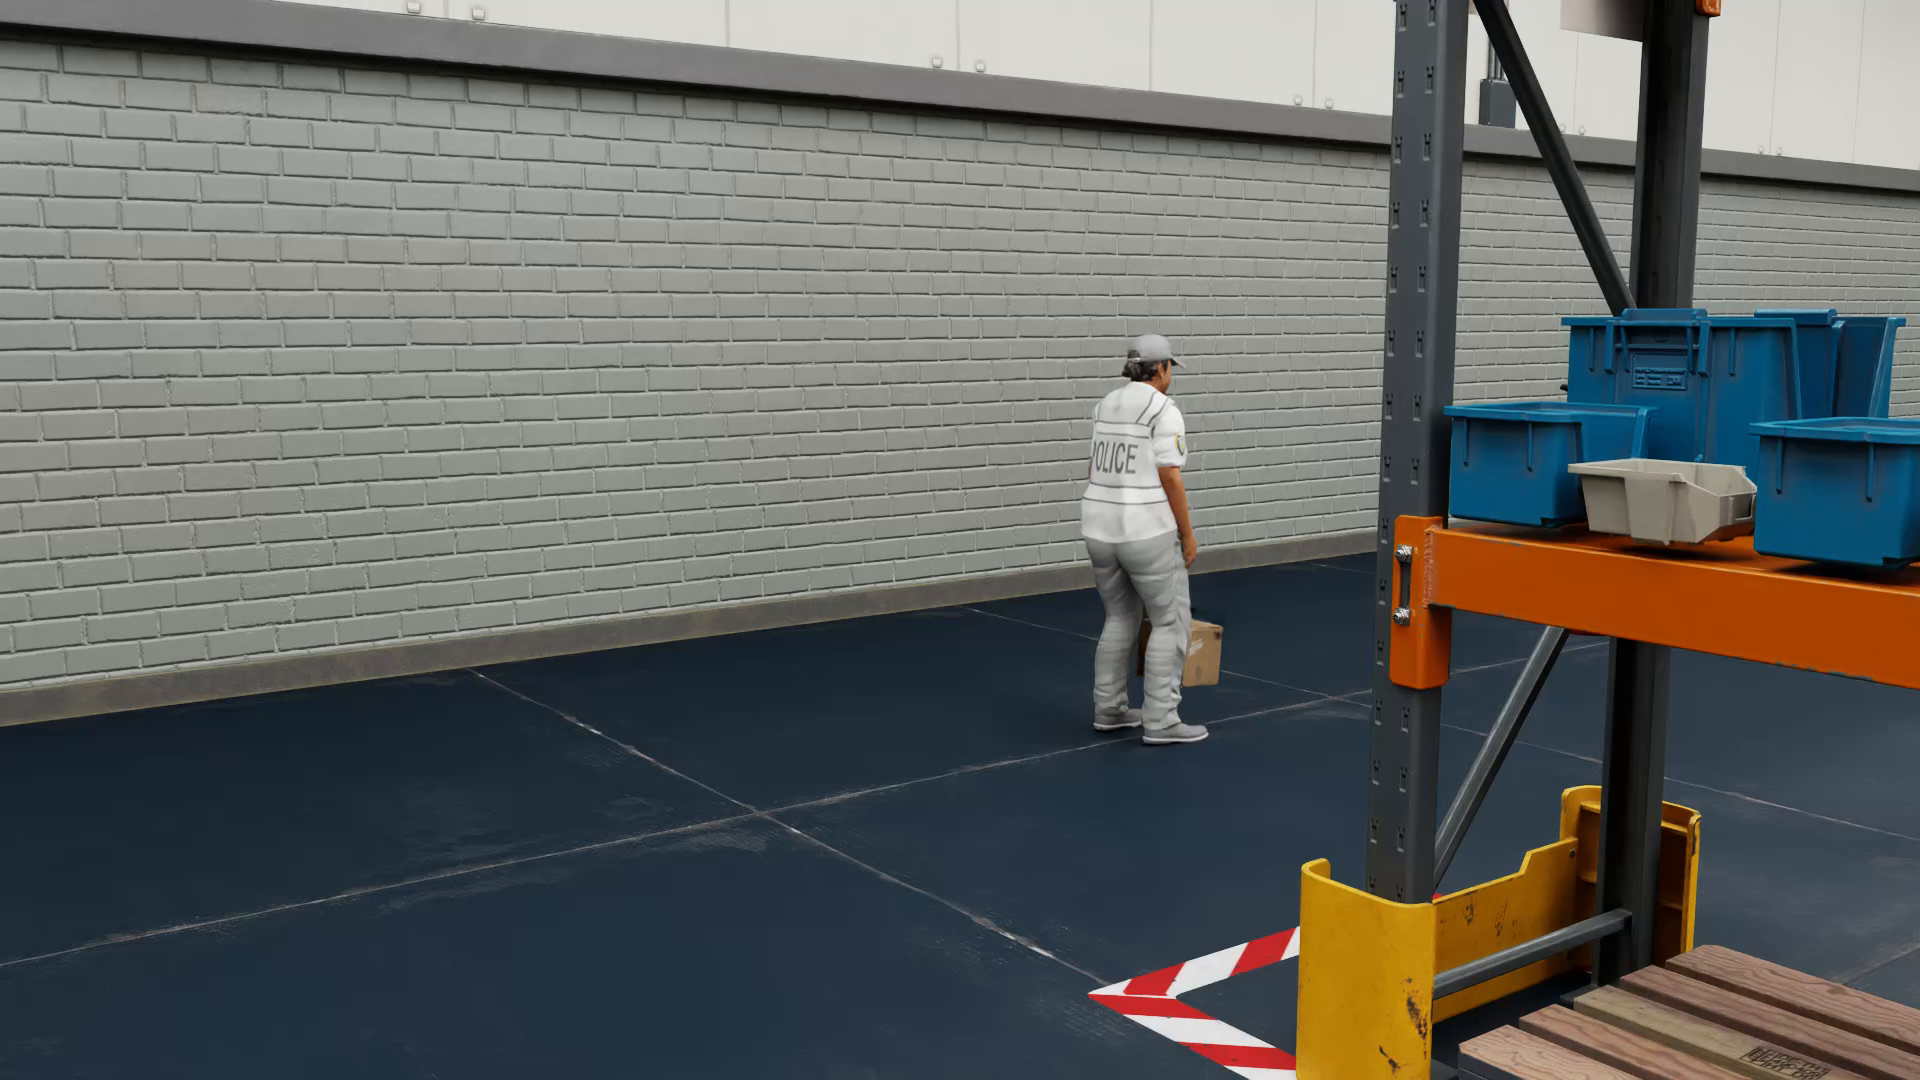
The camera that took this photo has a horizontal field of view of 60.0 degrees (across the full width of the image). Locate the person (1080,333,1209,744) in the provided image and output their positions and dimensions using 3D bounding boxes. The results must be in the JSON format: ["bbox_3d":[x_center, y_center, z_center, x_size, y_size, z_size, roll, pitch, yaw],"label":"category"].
[{"bbox_3d":[0.757,-0.012,6.868,0.451,1.668,0.532,-6,10,-38],"label":"person"}]
